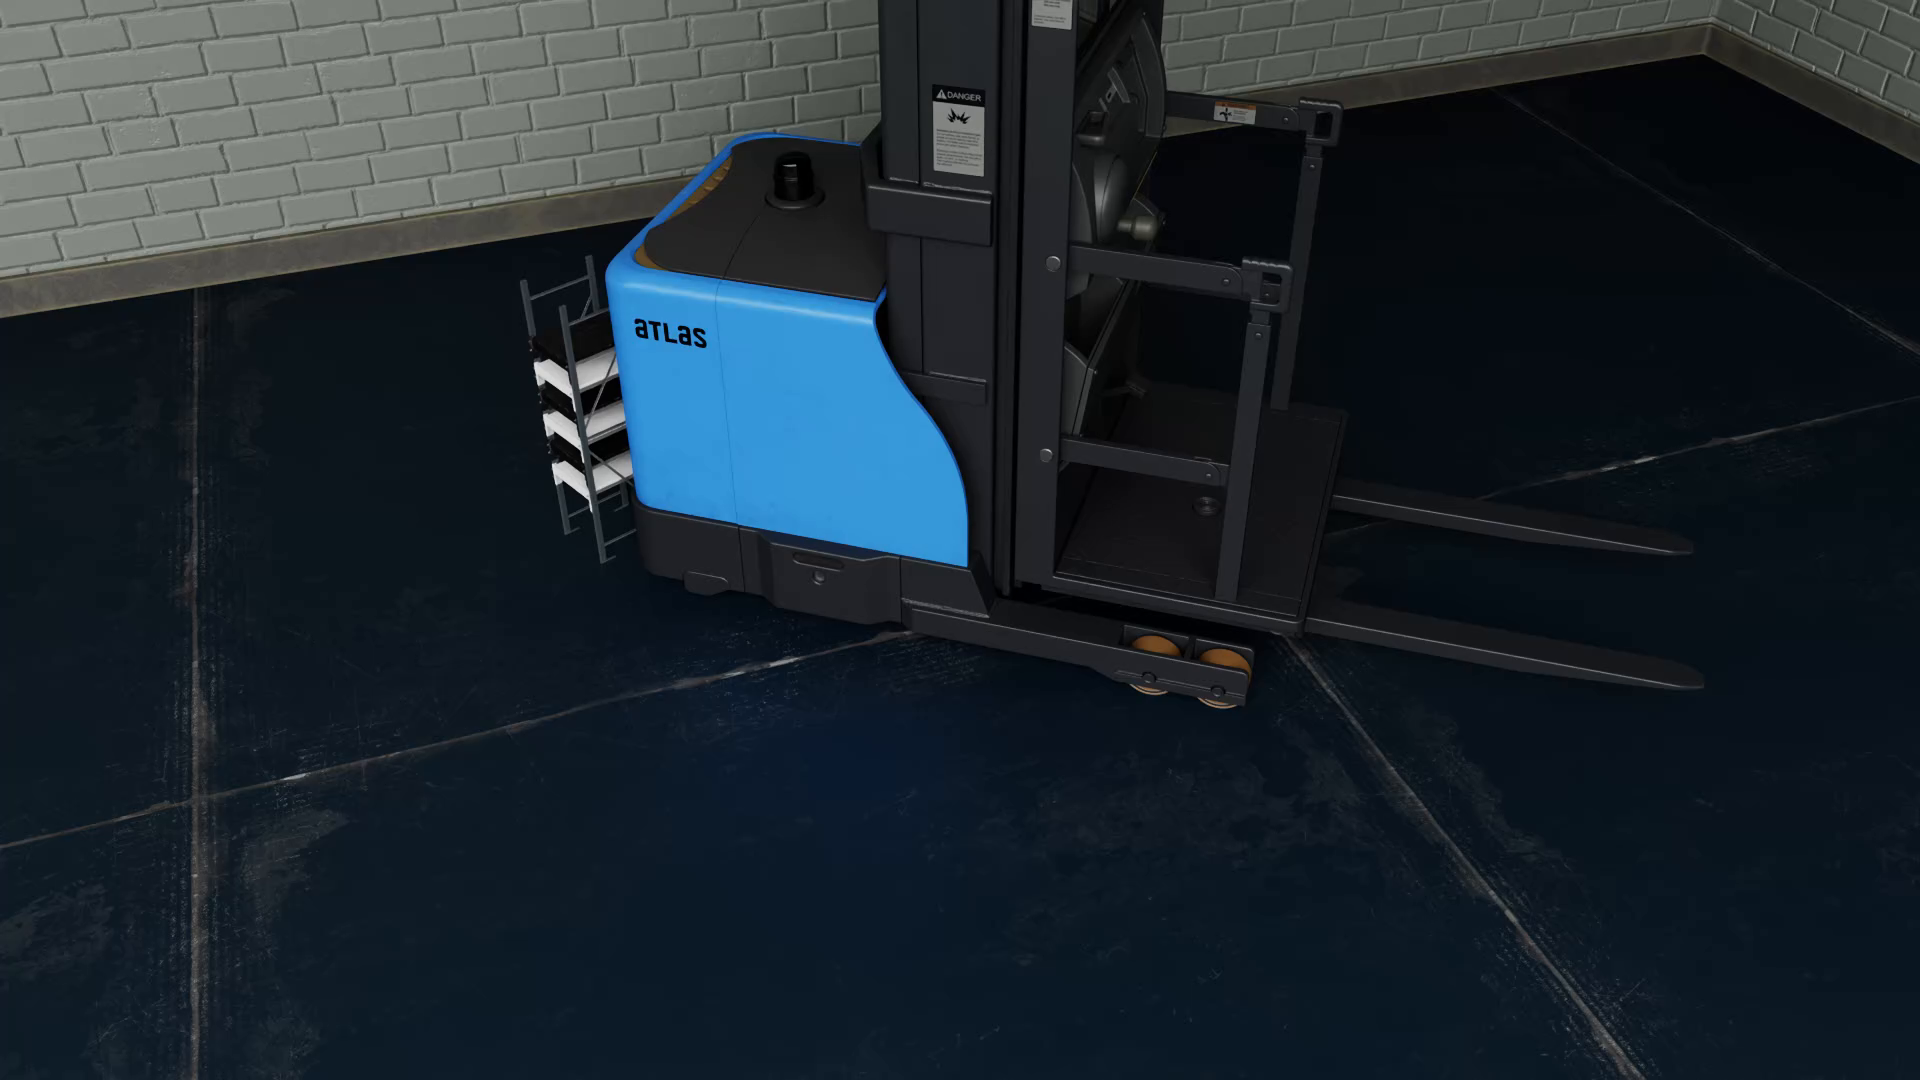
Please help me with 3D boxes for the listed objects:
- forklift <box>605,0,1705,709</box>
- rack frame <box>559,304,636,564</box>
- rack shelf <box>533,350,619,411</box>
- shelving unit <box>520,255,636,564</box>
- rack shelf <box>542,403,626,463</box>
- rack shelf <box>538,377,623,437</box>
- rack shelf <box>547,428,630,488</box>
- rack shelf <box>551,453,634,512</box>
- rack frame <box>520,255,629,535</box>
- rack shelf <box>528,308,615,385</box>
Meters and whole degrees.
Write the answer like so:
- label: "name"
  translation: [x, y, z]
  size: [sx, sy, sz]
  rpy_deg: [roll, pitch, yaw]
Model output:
- label: "forklift"
  translation: [0.602, -1.061, 4.222]
  size: [3.031, 2.935, 1.130]
  rpy_deg: [10, 38, 13]
- label: "rack frame"
  translation: [-1.025, -0.335, 4.947]
  size: [0.240, 0.900, 0.006]
  rpy_deg: [-29, 46, -33]
- label: "rack shelf"
  translation: [-1.094, -0.497, 4.918]
  size: [0.258, 0.077, 0.200]
  rpy_deg: [-29, 46, -33]
- label: "shelving unit"
  translation: [-1.094, -0.380, 5.006]
  size: [0.258, 0.900, 0.210]
  rpy_deg: [-29, 46, -33]
- label: "rack shelf"
  translation: [-1.094, -0.353, 5.026]
  size: [0.258, 0.077, 0.200]
  rpy_deg: [-29, 46, -33]
- label: "rack shelf"
  translation: [-1.094, -0.425, 4.972]
  size: [0.258, 0.077, 0.200]
  rpy_deg: [-29, 46, -33]
- label: "rack shelf"
  translation: [-1.094, -0.281, 5.081]
  size: [0.258, 0.077, 0.200]
  rpy_deg: [-29, 46, -33]
- label: "rack shelf"
  translation: [-1.094, -0.209, 5.135]
  size: [0.258, 0.077, 0.200]
  rpy_deg: [-29, 46, -33]
- label: "rack frame"
  translation: [-1.164, -0.424, 5.066]
  size: [0.240, 0.900, 0.006]
  rpy_deg: [-29, 46, -33]
- label: "rack shelf"
  translation: [-1.094, -0.569, 4.864]
  size: [0.258, 0.077, 0.200]
  rpy_deg: [-29, 46, -33]
